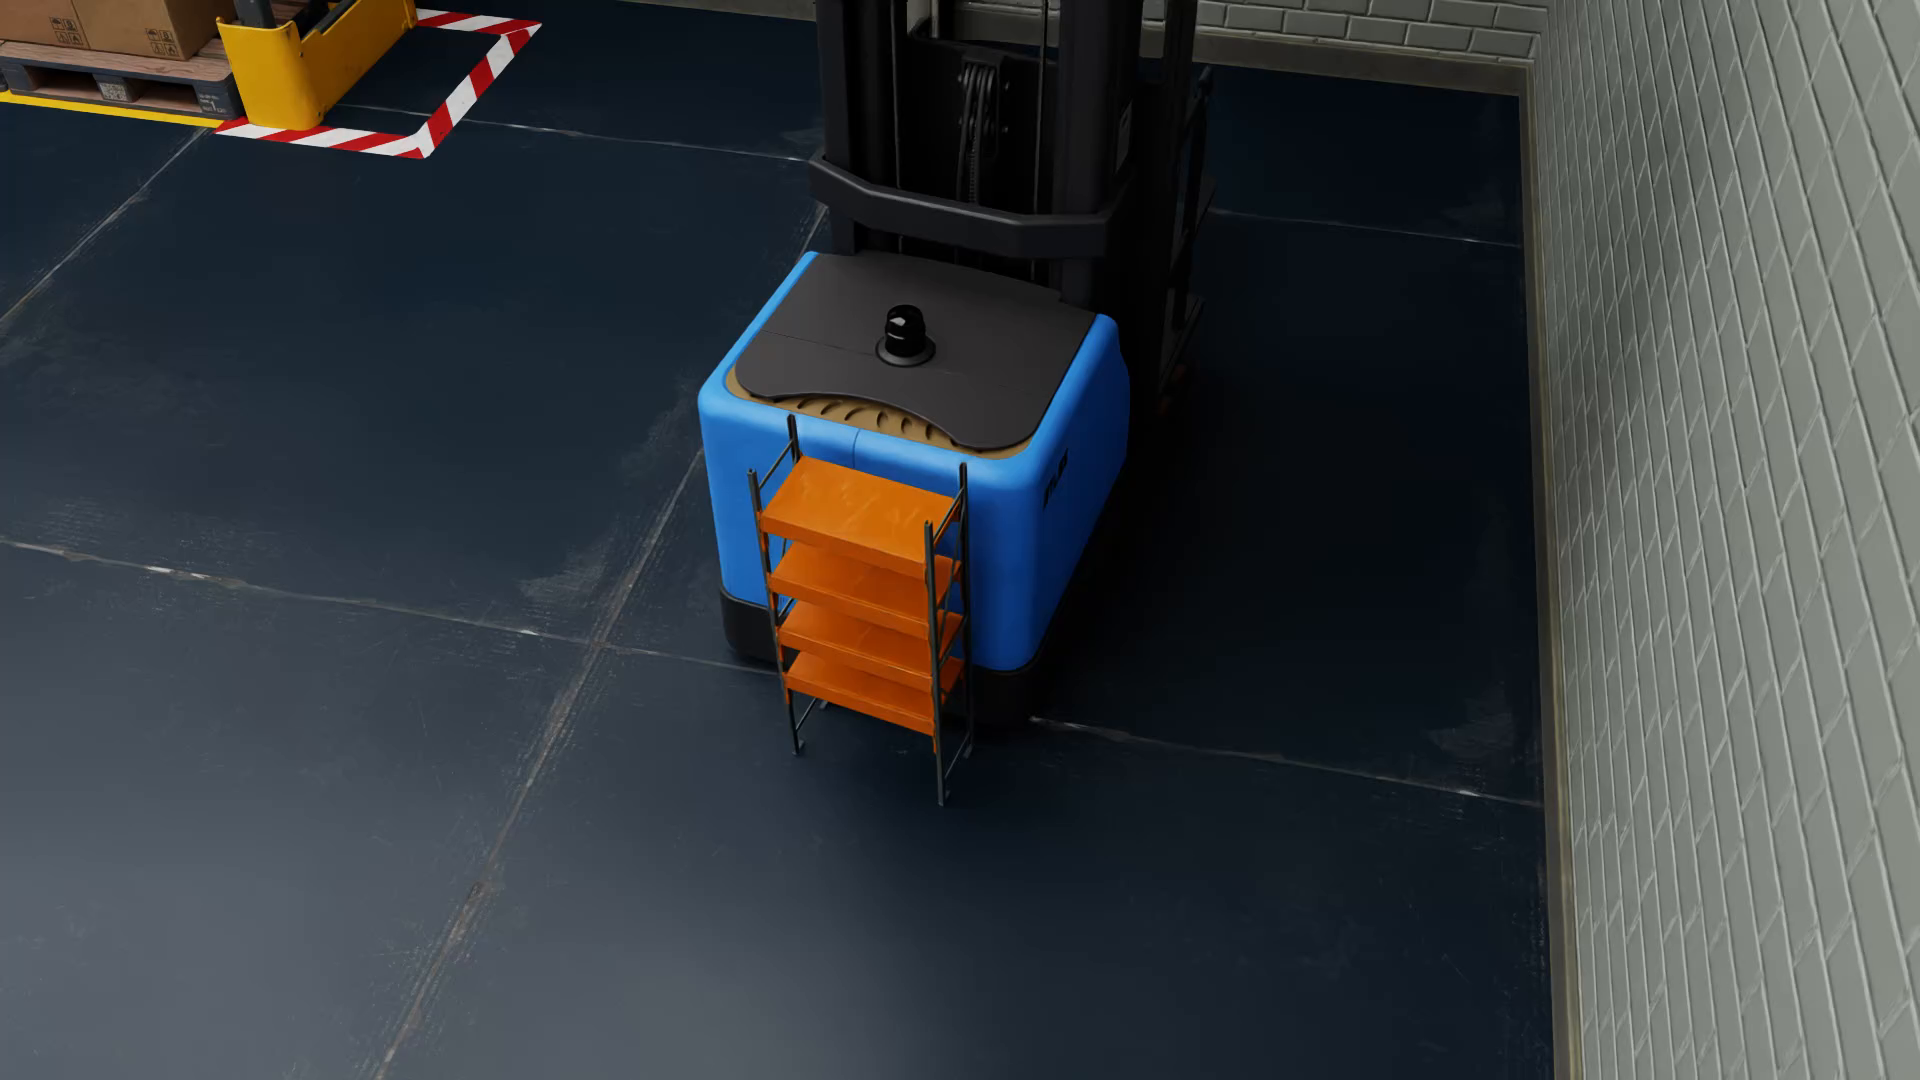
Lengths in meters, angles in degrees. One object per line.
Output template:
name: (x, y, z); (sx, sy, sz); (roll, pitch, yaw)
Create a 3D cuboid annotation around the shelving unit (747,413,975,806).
shelving unit: (-0.247, 0.228, 4.638); (0.503, 1.200, 0.258); (16, 49, 16)

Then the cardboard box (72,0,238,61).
cardboard box: (-3.781, -2.686, 7.877); (0.500, 0.500, 0.700); (9, 45, 9)

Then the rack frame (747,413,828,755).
rack frame: (-0.471, 0.162, 4.706); (0.015, 1.200, 0.240); (16, 49, 16)

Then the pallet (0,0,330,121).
pallet: (-3.873, -2.460, 8.154); (1.213, 0.211, 1.003); (9, 45, 9)

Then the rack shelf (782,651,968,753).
rack shelf: (-0.241, 0.411, 4.831); (0.480, 0.148, 0.258); (16, 49, 16)

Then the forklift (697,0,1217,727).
forklift: (0.237, -1.525, 5.221); (1.130, 2.935, 3.031); (15, 46, 15)

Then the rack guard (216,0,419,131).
rack guard: (-3.052, -2.493, 7.979); (0.348, 0.500, 1.175); (9, 45, 9)

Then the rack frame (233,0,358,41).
rack frame: (-3.076, -3.397, 7.116); (0.127, 3.000, 1.000); (9, 45, 9)

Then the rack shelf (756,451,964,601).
rack shelf: (-0.255, -0.041, 4.352); (0.480, 0.148, 0.258); (16, 49, 16)

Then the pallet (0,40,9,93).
pallet: (-5.060, -2.646, 8.347); (1.213, 0.211, 1.003); (9, 45, 9)

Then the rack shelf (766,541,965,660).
rack shelf: (-0.250, 0.121, 4.524); (0.480, 0.148, 0.258); (16, 49, 16)

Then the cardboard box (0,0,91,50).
cardboard box: (-4.269, -2.762, 7.956); (0.500, 0.500, 0.700); (9, 45, 9)

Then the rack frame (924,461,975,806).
rack frame: (-0.022, 0.295, 4.569); (0.015, 1.200, 0.240); (16, 49, 16)

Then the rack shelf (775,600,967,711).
rack shelf: (-0.245, 0.275, 4.687); (0.480, 0.148, 0.258); (16, 49, 16)

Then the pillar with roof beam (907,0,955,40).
pillar with roof beam: (-1.192, -2.821, 2.192); (0.400, 9.000, 9.100); (9, 45, 9)
